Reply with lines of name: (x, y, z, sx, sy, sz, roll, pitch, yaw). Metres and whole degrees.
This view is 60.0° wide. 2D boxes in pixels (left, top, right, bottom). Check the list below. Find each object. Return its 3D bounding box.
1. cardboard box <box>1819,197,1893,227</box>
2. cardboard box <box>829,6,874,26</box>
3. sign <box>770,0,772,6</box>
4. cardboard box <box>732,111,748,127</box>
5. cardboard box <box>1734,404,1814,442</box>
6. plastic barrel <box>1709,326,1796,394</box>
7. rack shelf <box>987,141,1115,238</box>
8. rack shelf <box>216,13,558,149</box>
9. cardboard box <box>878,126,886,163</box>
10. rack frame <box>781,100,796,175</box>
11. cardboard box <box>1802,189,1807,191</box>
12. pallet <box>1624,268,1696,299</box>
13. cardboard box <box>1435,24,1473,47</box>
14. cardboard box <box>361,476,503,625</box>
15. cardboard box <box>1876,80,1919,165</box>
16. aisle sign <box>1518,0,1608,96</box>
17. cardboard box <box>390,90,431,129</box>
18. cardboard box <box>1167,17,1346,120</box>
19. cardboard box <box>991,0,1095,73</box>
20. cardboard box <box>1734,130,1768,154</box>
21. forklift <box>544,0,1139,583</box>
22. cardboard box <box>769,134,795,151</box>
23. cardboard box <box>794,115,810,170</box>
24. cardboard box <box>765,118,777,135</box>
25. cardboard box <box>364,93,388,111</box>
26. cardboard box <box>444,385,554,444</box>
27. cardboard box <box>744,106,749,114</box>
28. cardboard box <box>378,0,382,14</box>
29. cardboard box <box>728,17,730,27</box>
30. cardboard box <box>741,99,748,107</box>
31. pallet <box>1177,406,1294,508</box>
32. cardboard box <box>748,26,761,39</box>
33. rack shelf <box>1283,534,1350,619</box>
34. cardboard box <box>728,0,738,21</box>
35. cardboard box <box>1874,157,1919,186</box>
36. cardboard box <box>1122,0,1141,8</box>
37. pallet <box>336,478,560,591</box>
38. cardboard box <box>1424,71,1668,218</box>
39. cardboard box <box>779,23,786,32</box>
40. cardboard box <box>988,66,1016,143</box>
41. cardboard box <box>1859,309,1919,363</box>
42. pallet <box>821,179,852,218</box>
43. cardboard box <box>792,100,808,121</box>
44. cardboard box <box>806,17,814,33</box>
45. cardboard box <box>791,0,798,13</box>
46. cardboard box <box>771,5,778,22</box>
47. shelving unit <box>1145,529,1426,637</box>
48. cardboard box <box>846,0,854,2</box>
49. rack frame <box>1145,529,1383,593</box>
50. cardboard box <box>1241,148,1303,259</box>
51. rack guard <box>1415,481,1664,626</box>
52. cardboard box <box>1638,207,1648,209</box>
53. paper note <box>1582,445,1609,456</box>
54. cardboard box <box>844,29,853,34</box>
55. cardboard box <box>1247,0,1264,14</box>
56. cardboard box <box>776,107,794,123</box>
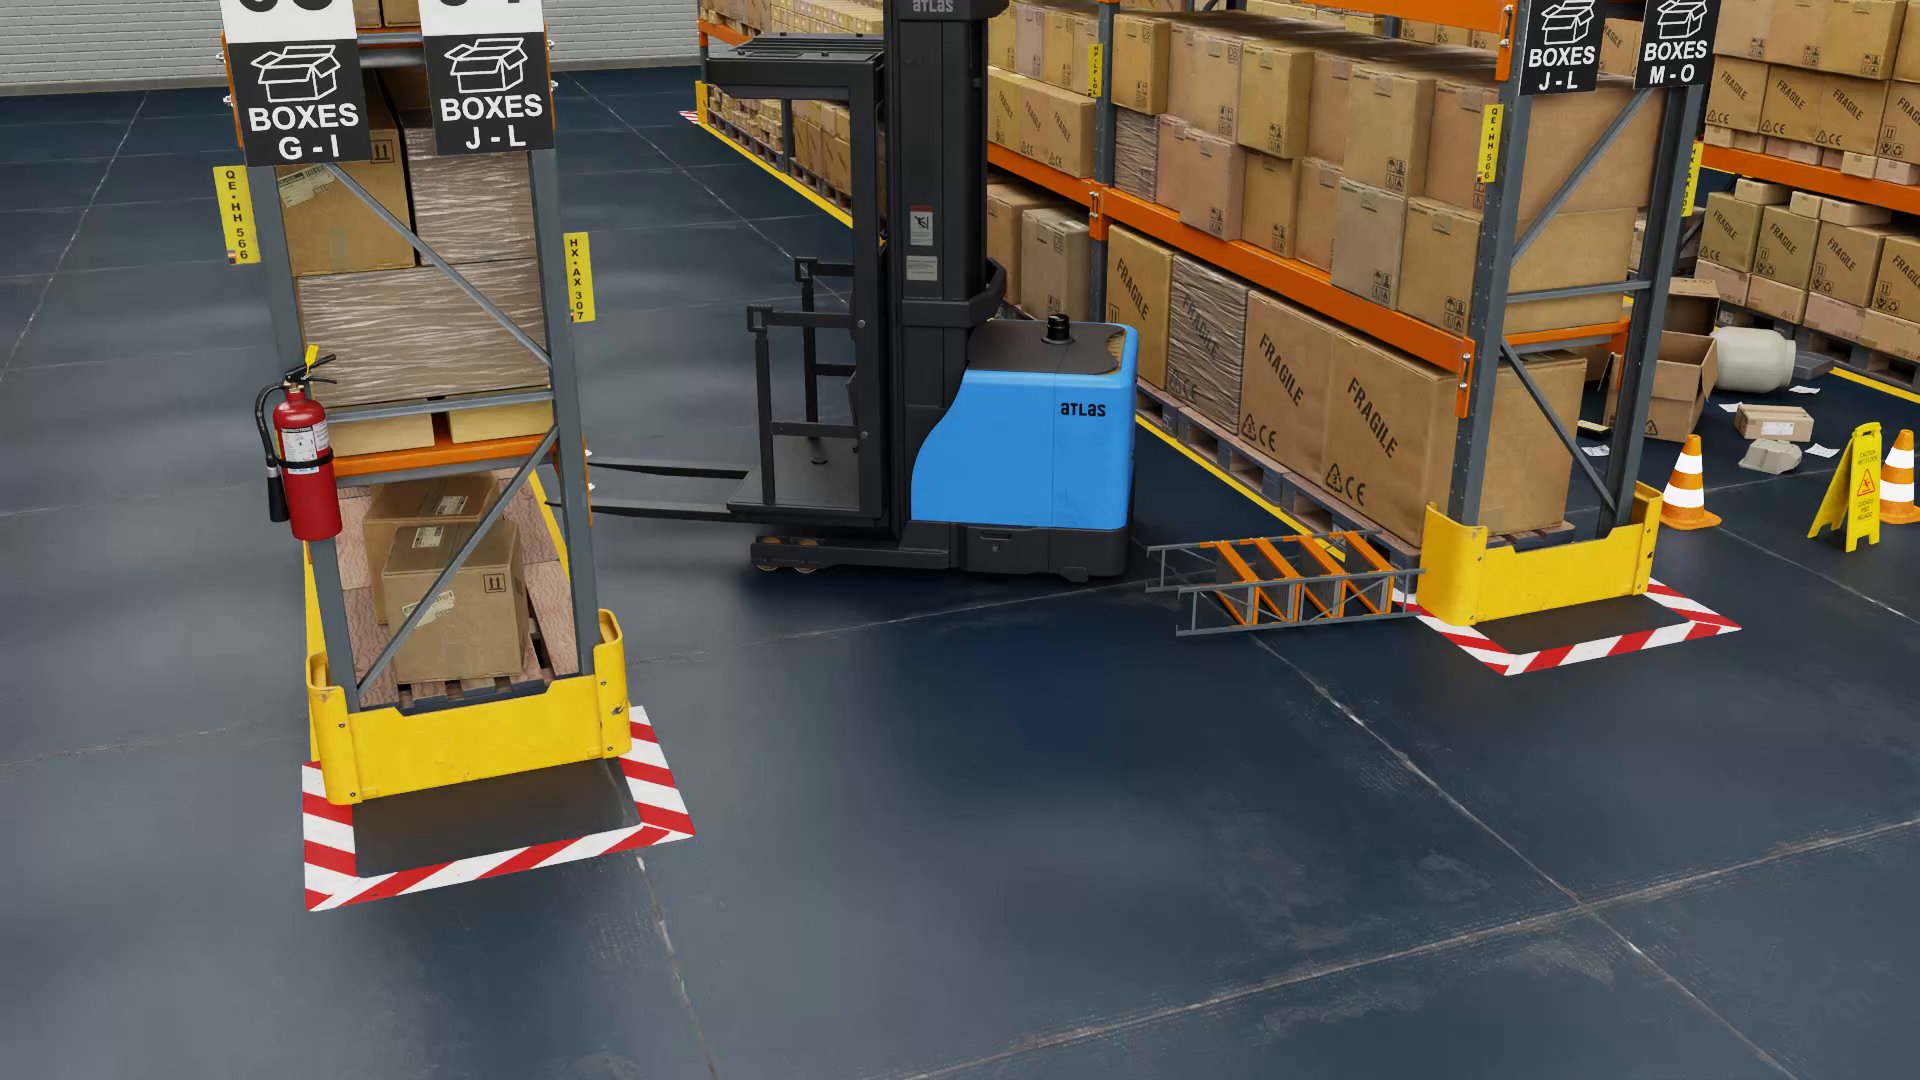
cardboard box: (6.189, -2.272, 11.478, 0.380, 0.149, 0.250, -7, 24, -16)
cardboard box: (-1.003, -4.866, 15.451, 0.380, 0.149, 0.250, -8, 24, -19)
sign: (-1.963, -5.803, 17.541, 0.100, 0.325, 0.005, -8, 24, -19)
cardboard box: (-2.548, -5.117, 20.158, 0.380, 0.149, 0.250, -10, 25, -22)
cardboard box: (5.024, -0.722, 10.271, 0.380, 0.149, 0.250, 4, 23, 9)
plastic barrel: (5.231, -1.192, 11.034, 0.512, 0.421, 0.421, 8, 24, 18)
rack shelf: (0.662, -2.970, 12.860, 1.077, 0.370, 4.000, -8, 24, -19)
rack shelf: (-2.601, -2.255, 7.301, 1.077, 0.370, 4.000, -8, 24, -19)
cardboard box: (-0.531, -3.627, 15.207, 0.500, 0.250, 0.500, -9, 24, -20)
rack frame: (-1.458, -5.481, 17.892, 1.000, 3.000, 0.127, -8, 24, -19)
cardboard box: (6.424, -2.384, 12.578, 0.500, 0.500, 0.500, -9, 24, -20)
pallet: (5.687, -2.288, 13.907, 1.003, 0.211, 1.213, -8, 24, -19)
cardboard box: (4.684, -4.737, 15.074, 0.500, 0.500, 0.500, -7, 24, -16)
cardboard box: (-2.342, 0.040, 7.472, 0.500, 0.500, 0.500, -2, 23, -5)
cardboard box: (6.420, -2.731, 10.856, 0.500, 0.500, 0.500, -8, 24, -18)
aisle sign: (2.526, -2.252, 6.884, 0.394, 0.787, 0.004, -8, 24, -19)
cardboard box: (-2.004, -1.541, 6.745, 0.500, 0.500, 0.500, -8, 24, -19)
cardboard box: (1.770, -2.818, 9.991, 0.875, 0.550, 0.550, -8, 24, -19)
cardboard box: (0.649, -3.815, 12.523, 0.700, 0.500, 0.500, -9, 24, -20)
cardboard box: (5.913, -2.931, 12.166, 0.380, 0.149, 0.250, -8, 24, -17)
forklift: (-0.618, -1.384, 8.261, 3.031, 2.935, 1.130, 3, 23, 7)
cardboard box: (-1.915, -4.457, 18.592, 0.380, 0.149, 0.250, -8, 24, -18)
cardboard box: (-1.445, -4.218, 17.573, 0.500, 0.500, 0.500, -7, 24, -17)
cardboard box: (-1.974, -4.665, 18.704, 0.380, 0.149, 0.250, -10, 25, -22)
cardboard box: (-2.502, -1.468, 6.571, 0.500, 0.500, 0.500, -8, 24, -19)
cardboard box: (-1.772, -0.498, 6.392, 0.380, 0.149, 0.250, -8, 24, -19)
cardboard box: (-2.406, -5.257, 20.109, 0.380, 0.149, 0.250, -7, 24, -16)
cardboard box: (-2.011, -2.187, 6.409, 0.500, 0.250, 0.500, -9, 24, -20)
cardboard box: (-2.597, -6.287, 20.128, 0.380, 0.149, 0.250, -9, 24, -20)
cardboard box: (-2.356, -5.192, 19.571, 0.380, 0.149, 0.250, -9, 25, -21)
pallet: (1.999, -0.558, 9.803, 1.003, 0.211, 1.213, -8, 24, -19)
cardboard box: (-2.201, -5.813, 19.002, 0.380, 0.149, 0.250, -9, 25, -21)
rack shelf: (1.687, 0.182, 7.938, 0.148, 0.258, 0.480, -4, 23, -10)
cardboard box: (-2.411, -6.362, 19.470, 0.500, 0.500, 0.500, -9, 24, -20)
cardboard box: (6.333, -2.462, 11.053, 0.380, 0.149, 0.250, -8, 24, -19)
cardboard box: (2.356, -6.743, 20.759, 0.500, 0.500, 0.500, -9, 24, -20)
pallet: (-2.602, 0.038, 8.389, 1.003, 0.211, 1.213, -8, 24, -19)
cardboard box: (2.687, -1.828, 7.641, 0.875, 0.550, 0.550, -8, 24, -19)
cardboard box: (-1.645, -5.253, 17.133, 0.380, 0.149, 0.250, -8, 24, -18)
cardboard box: (0.395, -3.325, 12.647, 0.500, 0.500, 0.500, -9, 24, -20)
cardboard box: (6.474, -1.399, 11.206, 0.500, 0.250, 0.500, -9, 25, -21)
pallet: (-0.746, -3.469, 16.710, 1.003, 0.211, 1.213, -8, 24, -19)
cardboard box: (-1.444, -4.564, 17.428, 0.500, 0.250, 0.500, -9, 25, -21)
cardboard box: (-1.281, -5.014, 16.183, 0.380, 0.149, 0.250, -9, 24, -20)
cardboard box: (-1.471, -5.342, 16.579, 0.380, 0.149, 0.250, -9, 24, -20)
cardboard box: (-1.749, -5.490, 17.313, 0.380, 0.149, 0.250, -8, 24, -18)
shelving unit: (1.533, 0.194, 7.912, 1.200, 0.258, 0.503, -4, 23, -10)
cardboard box: (-0.948, -5.522, 17.007, 0.380, 0.149, 0.250, -9, 25, -21)
rack frame: (1.488, 0.100, 8.133, 1.200, 0.240, 0.015, -4, 23, -10)
cardboard box: (2.087, -1.923, 9.258, 0.875, 0.550, 0.500, -8, 24, -19)
rack guard: (2.790, 0.040, 8.012, 1.175, 0.500, 0.348, -8, 24, -19)
cardboard box: (5.519, -2.724, 14.193, 0.950, 0.372, 0.625, -7, 24, -16)
paper note: (3.831, -0.540, 9.993, 0.144, 0.017, 0.142, 0, 23, -1)
cardboard box: (-0.836, -4.552, 15.087, 0.380, 0.149, 0.250, -8, 24, -18)
cardboard box: (3.393, -5.787, 18.168, 0.500, 0.250, 0.500, -8, 24, -18)
cardboard box: (-1.827, -4.729, 18.471, 0.380, 0.149, 0.250, -8, 24, -17)
